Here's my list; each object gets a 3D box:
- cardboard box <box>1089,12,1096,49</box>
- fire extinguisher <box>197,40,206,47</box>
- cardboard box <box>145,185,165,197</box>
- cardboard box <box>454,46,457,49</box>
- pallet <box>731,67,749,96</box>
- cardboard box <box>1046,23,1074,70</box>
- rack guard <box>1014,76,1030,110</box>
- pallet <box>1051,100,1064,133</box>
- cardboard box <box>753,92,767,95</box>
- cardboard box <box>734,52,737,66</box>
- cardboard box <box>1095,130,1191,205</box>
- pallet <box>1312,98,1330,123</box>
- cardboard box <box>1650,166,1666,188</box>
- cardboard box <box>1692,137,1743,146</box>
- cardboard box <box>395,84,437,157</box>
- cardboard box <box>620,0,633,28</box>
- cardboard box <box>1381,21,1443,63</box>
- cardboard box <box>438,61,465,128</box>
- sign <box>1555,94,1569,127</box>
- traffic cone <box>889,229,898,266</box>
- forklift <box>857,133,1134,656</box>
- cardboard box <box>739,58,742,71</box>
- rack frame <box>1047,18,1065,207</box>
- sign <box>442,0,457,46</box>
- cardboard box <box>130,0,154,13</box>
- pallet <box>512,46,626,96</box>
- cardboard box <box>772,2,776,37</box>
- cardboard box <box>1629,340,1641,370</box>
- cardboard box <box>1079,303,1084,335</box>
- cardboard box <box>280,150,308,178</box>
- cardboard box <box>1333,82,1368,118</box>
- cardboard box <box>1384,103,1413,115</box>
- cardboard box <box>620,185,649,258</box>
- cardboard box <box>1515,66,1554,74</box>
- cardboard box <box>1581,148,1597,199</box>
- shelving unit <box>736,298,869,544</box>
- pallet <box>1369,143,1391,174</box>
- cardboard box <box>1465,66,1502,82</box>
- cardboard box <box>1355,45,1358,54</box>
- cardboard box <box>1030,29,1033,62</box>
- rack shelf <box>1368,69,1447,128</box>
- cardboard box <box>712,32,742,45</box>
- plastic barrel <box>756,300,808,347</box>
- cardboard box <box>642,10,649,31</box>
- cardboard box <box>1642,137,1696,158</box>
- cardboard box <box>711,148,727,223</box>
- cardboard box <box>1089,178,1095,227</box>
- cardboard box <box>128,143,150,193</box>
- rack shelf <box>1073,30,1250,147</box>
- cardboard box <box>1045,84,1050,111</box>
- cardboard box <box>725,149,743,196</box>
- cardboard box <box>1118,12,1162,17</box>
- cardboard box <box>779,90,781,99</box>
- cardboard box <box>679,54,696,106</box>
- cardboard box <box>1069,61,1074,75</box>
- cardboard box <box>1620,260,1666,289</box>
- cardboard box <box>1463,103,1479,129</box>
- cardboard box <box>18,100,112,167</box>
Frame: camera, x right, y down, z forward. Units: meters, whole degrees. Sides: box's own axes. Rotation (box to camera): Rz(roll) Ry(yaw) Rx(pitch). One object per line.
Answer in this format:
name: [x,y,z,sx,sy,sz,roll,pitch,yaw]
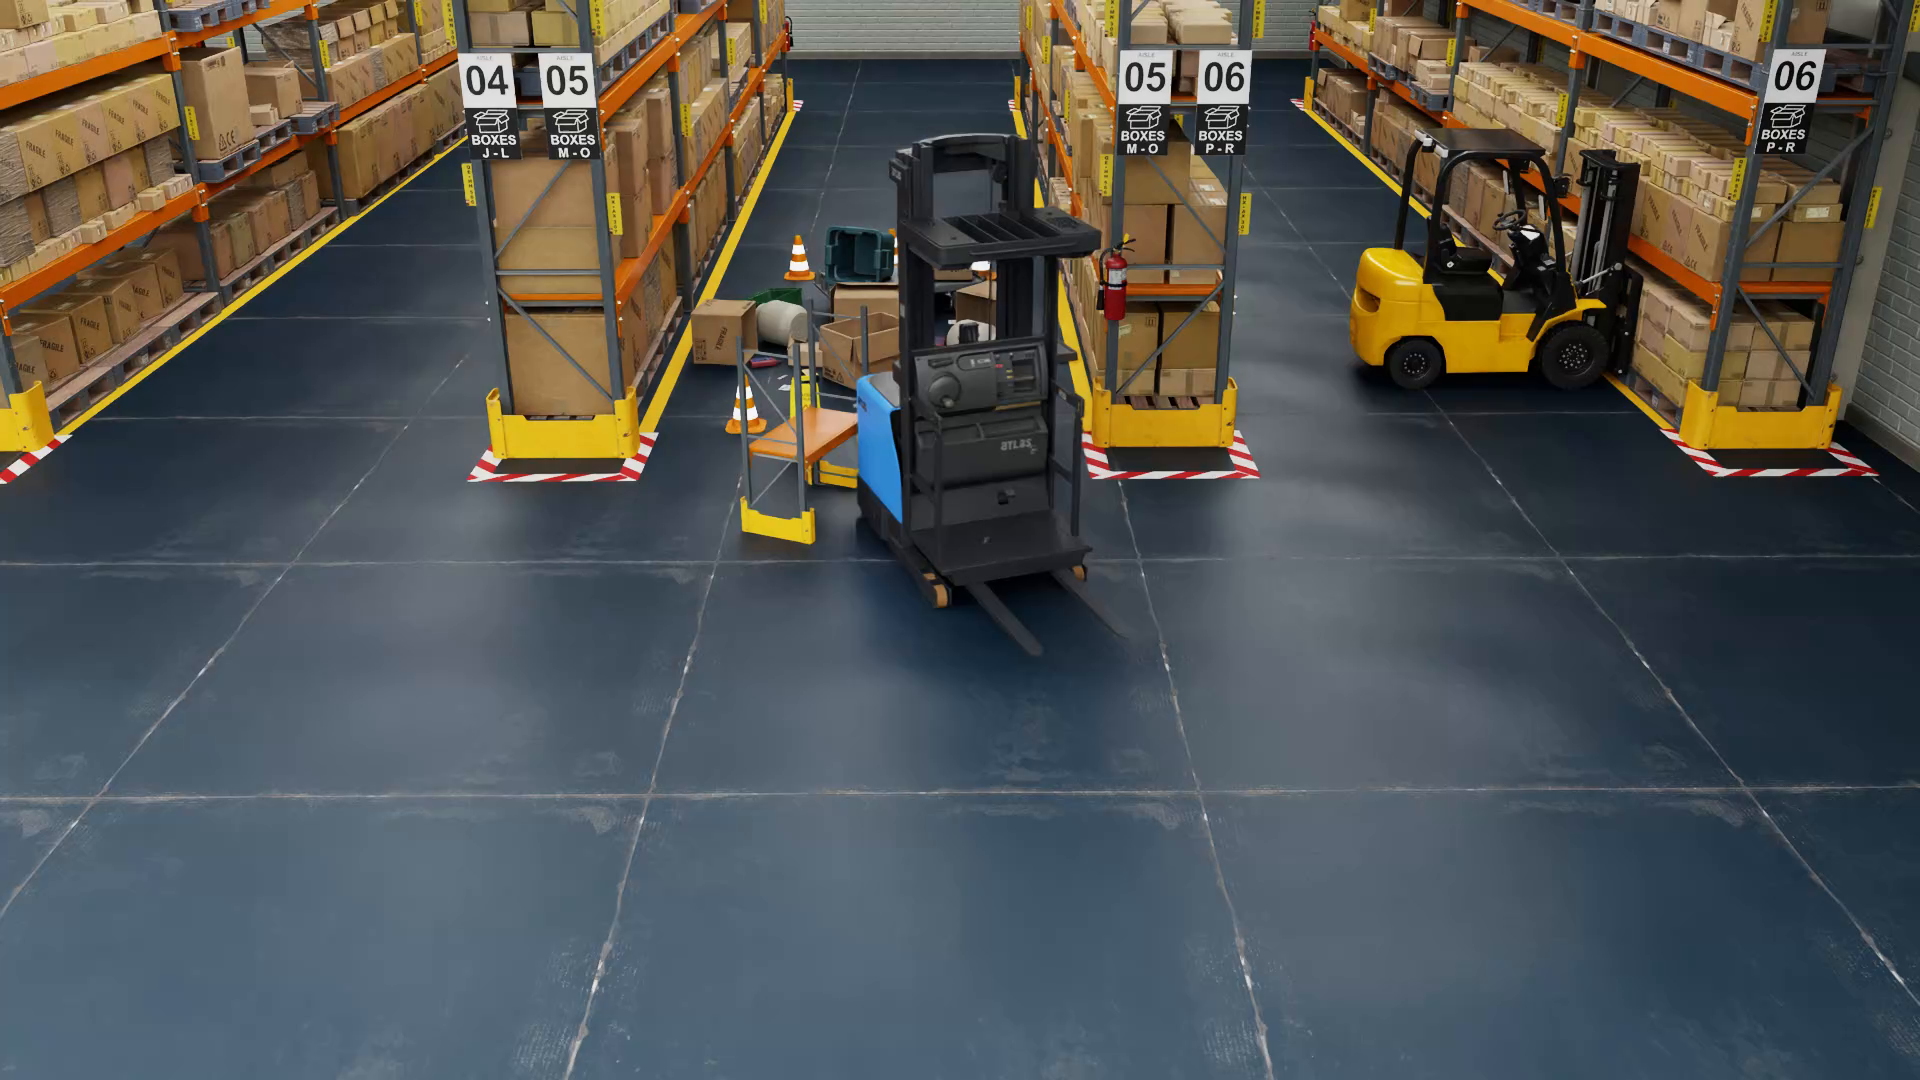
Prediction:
cardboard box: [1.401,-4.451,14.516,0.500,0.250,0.500,0,24,0]
fire extinguisher: [-12.885,-8.564,27.974,0.296,0.674,0.183,0,24,-1]
cardboard box: [-8.022,-3.374,16.258,0.380,0.149,0.250,0,24,-1]
cardboard box: [-8.031,-7.730,25.889,0.380,0.149,0.250,-1,24,-2]
pallet: [-3.400,-6.139,22.300,1.003,0.211,1.213,0,24,-1]
cardboard box: [1.344,-6.188,20.840,0.500,0.500,0.500,-1,24,-2]
rack guard: [1.524,-7.642,28.424,1.175,0.500,0.348,0,24,-1]
pallet: [1.726,-5.094,19.990,1.213,0.211,1.003,0,24,-1]
cardboard box: [-3.206,-6.908,25.995,0.380,0.149,0.250,-1,24,-3]
cardboard box: [-3.157,-6.354,21.977,0.380,0.149,0.250,0,24,-1]
cardboard box: [1.475,-3.024,13.485,0.700,0.500,0.500,-1,24,-2]
pallet: [6.498,-7.165,27.719,1.003,0.211,1.213,0,24,-1]
cardboard box: [6.339,-3.213,14.690,0.380,0.149,0.250,0,24,0]
cardboard box: [6.877,-3.565,15.105,0.380,0.149,0.250,0,24,1]
cardboard box: [-8.315,-6.038,23.913,1.225,0.875,0.875,0,24,0]
cardboard box: [-3.012,-4.402,13.777,0.500,0.250,0.500,0,24,-1]
cardboard box: [6.318,-6.970,23.274,0.700,0.500,0.500,0,24,0]
cardboard box: [-8.279,-6.945,25.918,0.875,0.875,0.875,0,24,-1]
sign: [6.076,-4.335,16.770,0.100,0.325,0.005,0,24,-1]
traffic cone: [-0.762,-3.290,18.847,0.336,0.463,0.334,0,24,-1]
forklift: [0.224,-1.068,10.938,1.130,2.935,3.031,-9,26,-19]
cardboard box: [-3.161,-6.436,22.520,0.380,0.149,0.250,1,24,2]
rack frame: [1.611,-5.475,20.598,1.000,3.000,0.127,0,24,-1]
sign: [-3.793,-3.852,12.391,0.100,0.325,0.005,0,24,-1]
cardboard box: [-7.962,-5.129,15.893,0.380,0.149,0.250,0,24,1]
pallet: [-3.269,-3.746,13.244,1.003,0.211,1.213,0,24,-1]
cardboard box: [-3.152,-8.078,25.872,0.500,0.500,0.500,1,24,2]
cardboard box: [6.348,-1.744,15.177,0.500,0.250,0.500,0,24,0]
cardboard box: [1.417,-2.082,15.924,0.500,0.250,0.500,-1,24,-1]
cardboard box: [-8.261,-4.558,20.160,0.500,0.250,0.500,1,24,2]
cardboard box: [6.275,-7.024,26.548,0.500,0.500,0.500,0,24,0]
cardboard box: [6.349,-6.232,24.009,0.380,0.149,0.250,-1,24,-2]
cardboard box: [-3.208,-2.793,14.487,0.875,0.550,0.550,0,24,-1]
cardboard box: [6.895,-5.599,19.965,0.380,0.149,0.250,0,24,1]
cardboard box: [6.384,-3.497,16.105,0.500,0.500,0.500,0,24,0]
shelving unit: [-1.127,-0.904,12.313,0.587,1.500,1.083,11,26,22]
pallet: [6.578,-5.541,24.129,1.003,0.211,1.213,0,24,-1]
cardboard box: [6.288,-5.597,19.960,0.380,0.149,0.250,0,24,1]
cardboard box: [6.248,-7.485,25.348,0.380,0.149,0.250,0,24,1]
cardboard box: [1.307,-7.359,24.642,0.500,0.500,0.500,0,24,0]
rack shelf: [6.553,-5.995,22.622,1.077,0.370,4.000,0,24,-1]
cardboard box: [-3.175,-6.816,22.637,0.380,0.149,0.250,-1,24,-2]
plastic barrel: [-1.748,-2.128,16.325,0.512,0.421,0.421,19,30,35]
cardboard box: [-2.954,-4.578,14.650,0.380,0.149,0.250,0,24,-1]
cardboard box: [6.439,-3.561,15.098,0.380,0.149,0.250,0,24,0]
cardboard box: [-3.421,-4.326,20.279,1.050,0.750,0.750,-1,24,-1]
cardboard box: [1.414,-2.994,14.632,0.500,0.500,0.500,0,24,-1]
cardboard box: [-8.341,-3.571,15.907,0.875,0.500,0.500,0,24,-1]
rack shelf: [1.677,-4.041,14.662,1.077,0.370,4.000,0,24,-1]
cardboard box: [1.346,-5.614,21.087,0.500,0.250,0.500,-1,24,-2]
cardboard box: [-3.090,-4.756,21.533,0.500,0.500,0.500,-1,24,-3]
cardboard box: [1.414,-4.143,13.352,0.380,0.149,0.250,-1,24,-1]
cardboard box: [-3.126,-7.305,27.234,0.380,0.149,0.250,-1,24,-3]
cardboard box: [-3.322,-5.097,18.428,0.700,0.500,0.500,0,24,-1]
cardboard box: [1.377,-5.081,17.948,0.380,0.149,0.250,-1,24,-3]
cardboard box: [6.320,-2.412,15.439,0.500,0.250,0.500,-1,24,-2]
cardboard box: [6.336,-5.039,19.817,0.500,0.250,0.500,-1,24,-2]
cardboard box: [-7.961,-3.616,14.794,0.500,0.500,0.500,0,24,-1]
